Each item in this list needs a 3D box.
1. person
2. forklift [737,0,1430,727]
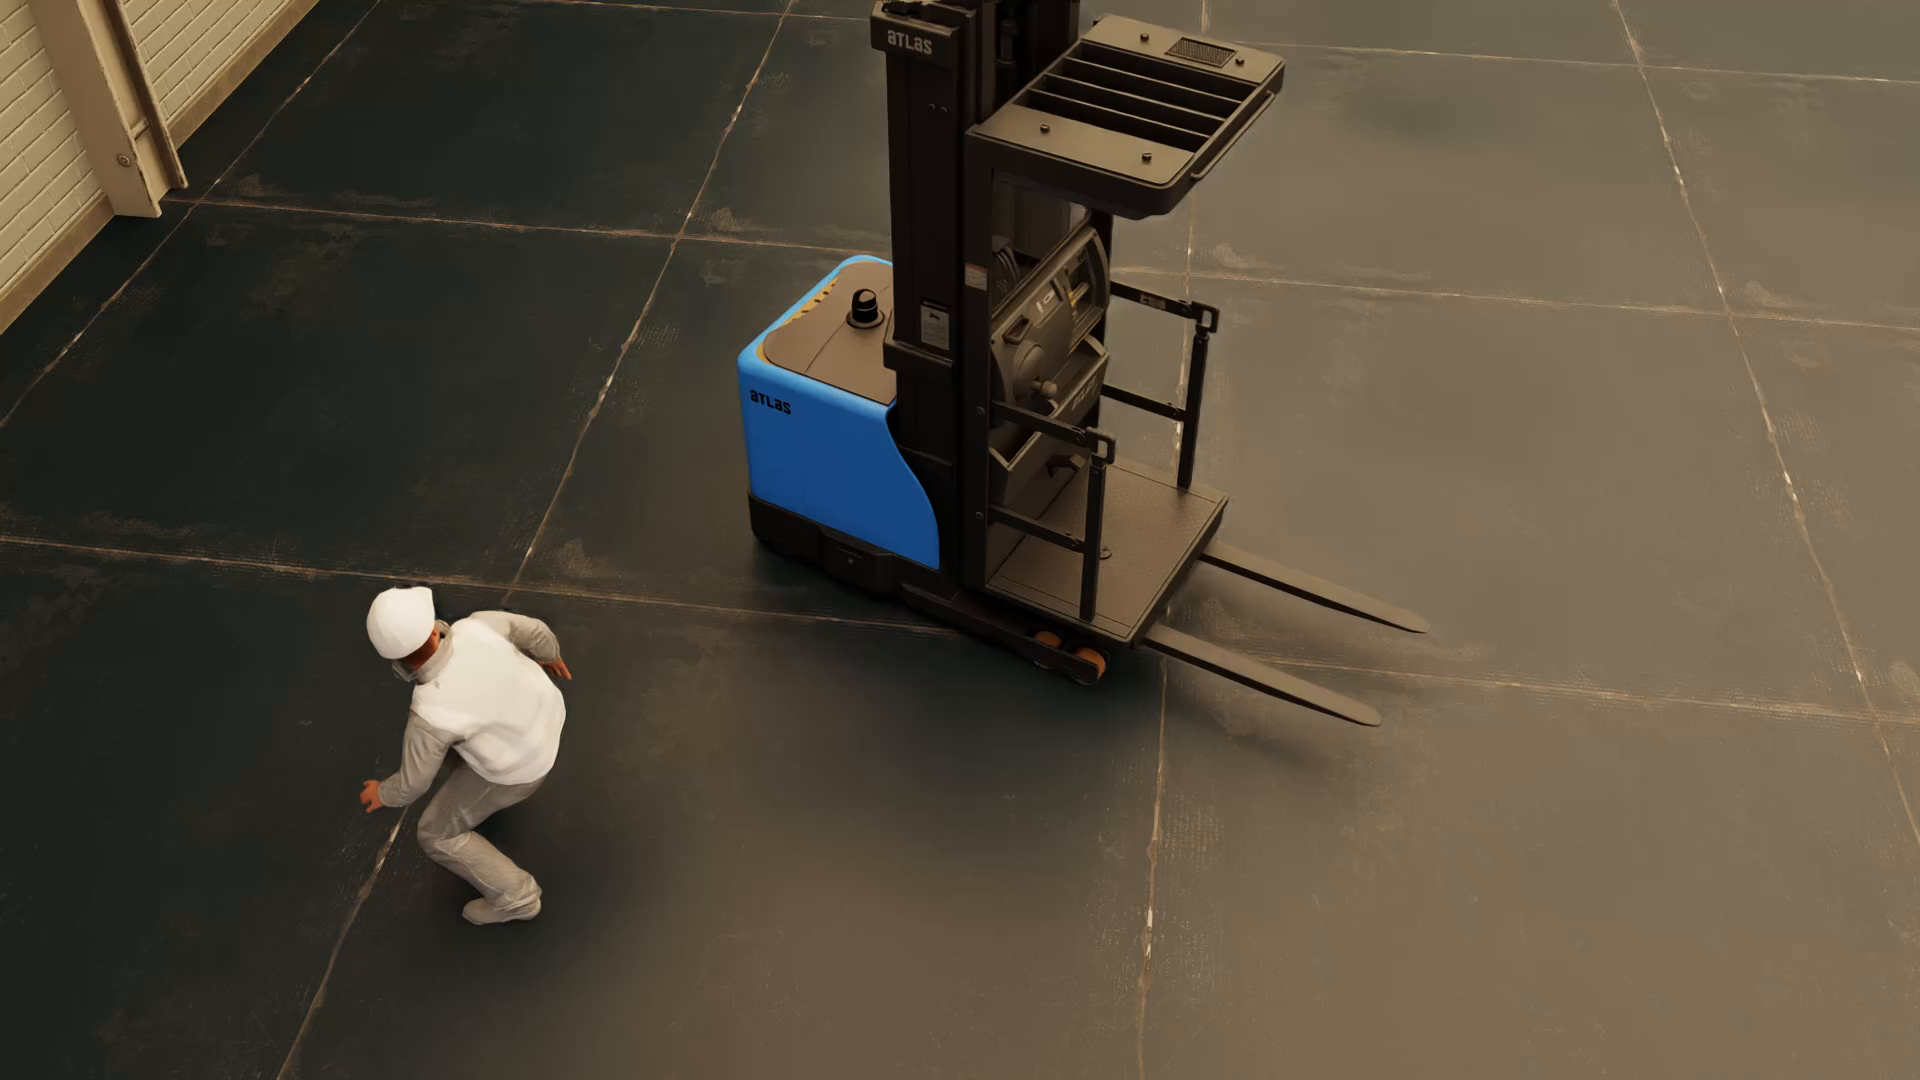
[{"bbox_3d":[-1.802,0.685,6.040,0.688,1.547,0.772,4,43,5],"label":"person"},{"bbox_3d":[0.551,-0.865,6.666,3.031,2.935,1.130,21,47,22],"label":"forklift"}]
